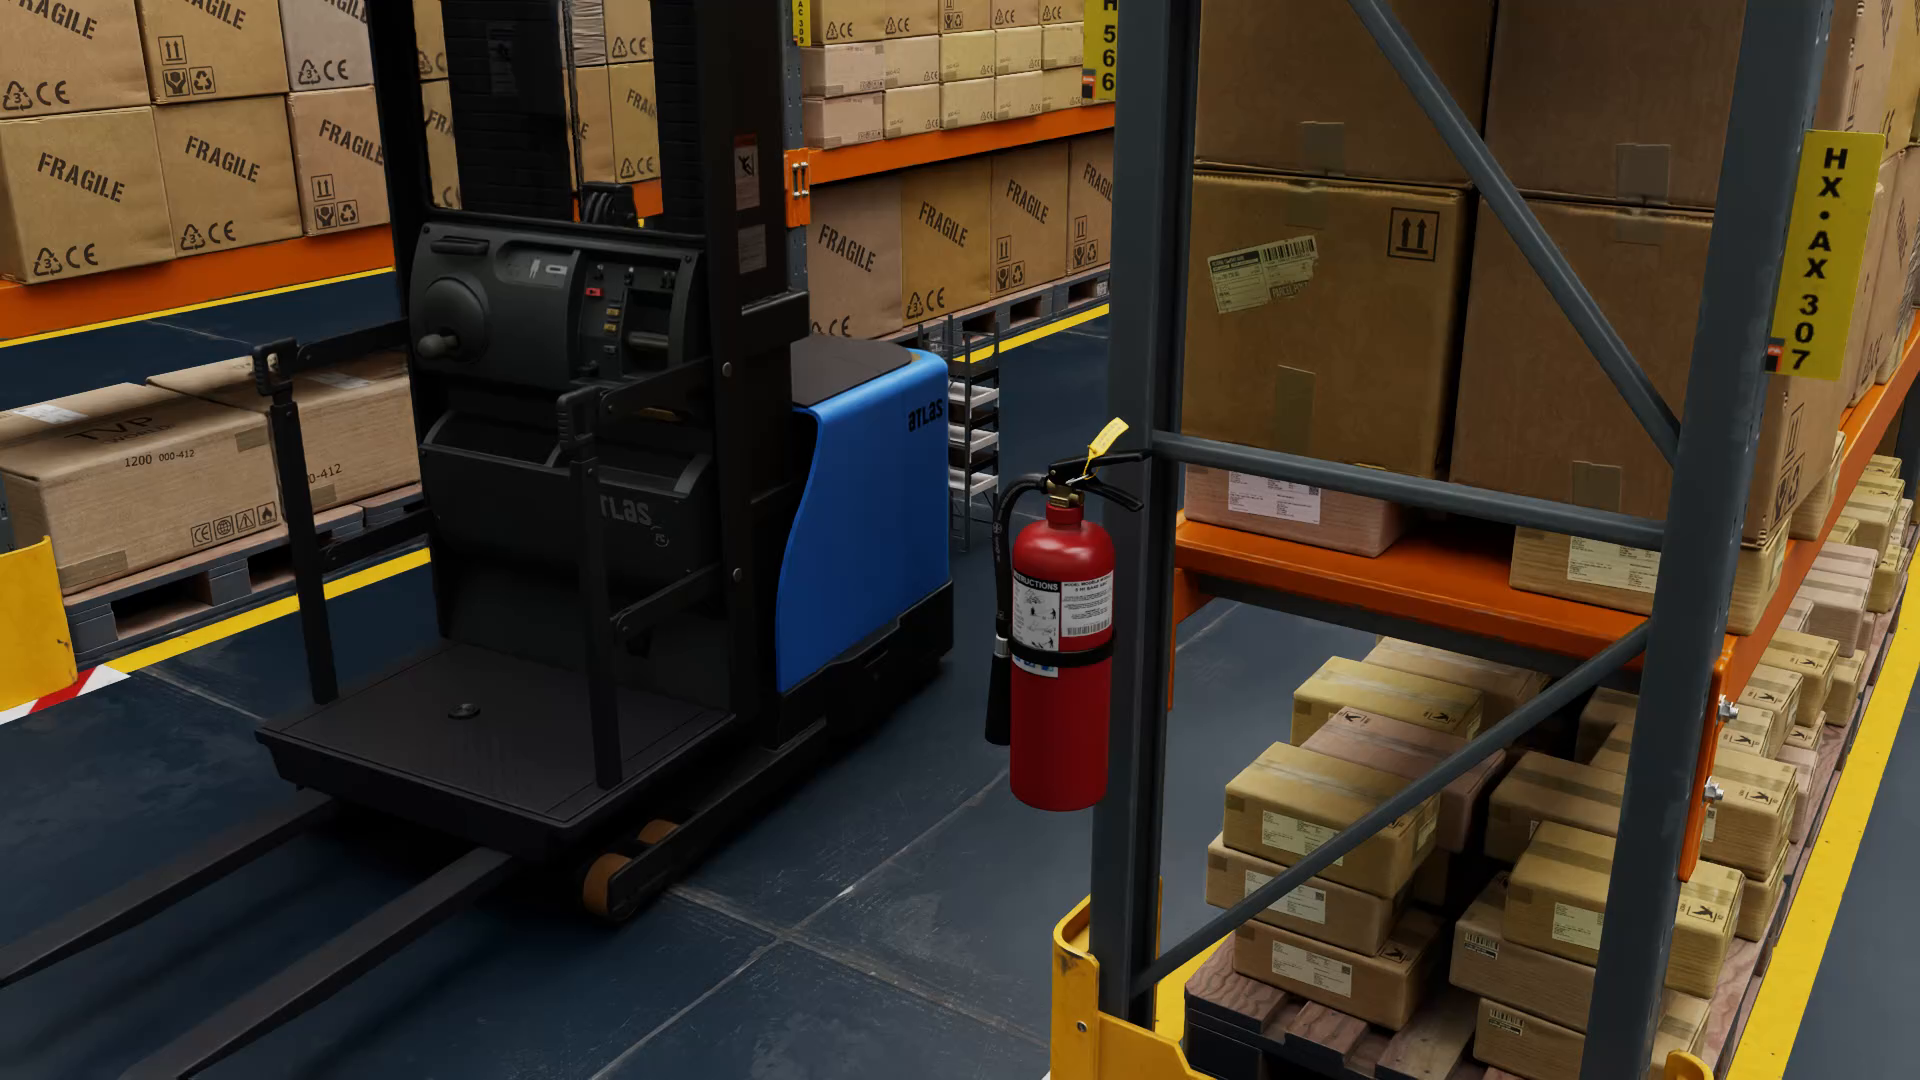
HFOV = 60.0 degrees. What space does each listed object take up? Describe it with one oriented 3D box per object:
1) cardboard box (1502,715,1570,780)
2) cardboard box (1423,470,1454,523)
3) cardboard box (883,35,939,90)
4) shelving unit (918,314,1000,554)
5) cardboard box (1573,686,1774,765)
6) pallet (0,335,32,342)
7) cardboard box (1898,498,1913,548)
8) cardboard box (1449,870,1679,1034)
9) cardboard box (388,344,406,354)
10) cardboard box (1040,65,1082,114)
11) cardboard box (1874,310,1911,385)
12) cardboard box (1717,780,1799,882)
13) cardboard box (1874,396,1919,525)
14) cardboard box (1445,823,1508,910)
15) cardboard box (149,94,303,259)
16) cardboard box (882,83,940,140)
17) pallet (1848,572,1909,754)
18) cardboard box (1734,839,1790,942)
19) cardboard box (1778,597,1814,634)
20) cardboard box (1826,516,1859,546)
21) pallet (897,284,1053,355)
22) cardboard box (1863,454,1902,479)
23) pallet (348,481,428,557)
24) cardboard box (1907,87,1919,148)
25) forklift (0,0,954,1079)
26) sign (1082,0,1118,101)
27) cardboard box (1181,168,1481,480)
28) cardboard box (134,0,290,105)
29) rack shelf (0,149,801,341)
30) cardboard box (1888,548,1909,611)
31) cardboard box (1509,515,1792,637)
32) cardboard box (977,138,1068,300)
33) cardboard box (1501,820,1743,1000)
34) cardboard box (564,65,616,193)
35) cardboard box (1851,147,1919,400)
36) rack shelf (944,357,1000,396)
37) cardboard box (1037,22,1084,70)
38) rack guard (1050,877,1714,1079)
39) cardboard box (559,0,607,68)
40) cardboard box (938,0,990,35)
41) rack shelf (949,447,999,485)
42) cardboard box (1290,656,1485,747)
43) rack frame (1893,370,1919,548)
[{"bbox_3d":[1.281,0.511,4.134,0.380,0.149,0.250,13,24,31],"label":"cardboard box"},{"bbox_3d":[0.814,-0.171,3.264,0.380,0.149,0.250,13,24,32],"label":"cardboard box"},{"bbox_3d":[-0.458,-2.550,8.831,0.500,0.250,0.500,14,24,33],"label":"cardboard box"},{"bbox_3d":[-0.005,-0.420,6.603,0.258,0.900,0.210,13,24,32],"label":"shelving unit"},{"bbox_3d":[1.644,0.464,3.833,0.380,0.149,0.250,12,23,29],"label":"cardboard box"},{"bbox_3d":[-6.387,-1.270,9.895,1.003,0.211,1.213,13,24,32],"label":"pallet"},{"bbox_3d":[3.028,-0.070,5.707,0.380,0.149,0.250,14,24,33],"label":"cardboard box"},{"bbox_3d":[1.201,0.825,3.287,0.380,0.149,0.250,14,25,34],"label":"cardboard box"},{"bbox_3d":[-2.153,-0.739,7.526,0.875,0.438,0.875,12,24,30],"label":"cardboard box"},{"bbox_3d":[0.400,-2.750,10.093,0.500,0.250,0.500,13,24,31],"label":"cardboard box"},{"bbox_3d":[2.156,-0.515,4.197,0.380,0.149,0.250,14,24,33],"label":"cardboard box"},{"bbox_3d":[1.700,0.617,3.848,0.380,0.149,0.250,14,25,33],"label":"cardboard box"},{"bbox_3d":[3.577,-0.408,6.543,0.500,0.500,0.500,14,25,34],"label":"cardboard box"},{"bbox_3d":[1.098,0.720,3.998,0.380,0.149,0.250,13,24,32],"label":"cardboard box"},{"bbox_3d":[-2.688,-1.291,5.788,0.500,0.500,0.500,13,24,31],"label":"cardboard box"},{"bbox_3d":[-0.453,-2.313,8.910,0.500,0.250,0.500,13,24,31],"label":"cardboard box"},{"bbox_3d":[2.594,0.284,5.693,1.003,0.211,1.213,13,24,32],"label":"pallet"},{"bbox_3d":[1.701,0.761,3.888,0.380,0.149,0.250,14,24,32],"label":"cardboard box"},{"bbox_3d":[2.055,0.229,4.468,0.380,0.149,0.250,13,24,32],"label":"cardboard box"},{"bbox_3d":[2.503,0.004,5.078,0.380,0.149,0.250,14,25,34],"label":"cardboard box"},{"bbox_3d":[-0.152,-1.439,10.352,1.003,0.211,1.213,13,24,32],"label":"pallet"},{"bbox_3d":[2.958,-0.209,5.654,0.380,0.149,0.250,14,25,33],"label":"cardboard box"},{"bbox_3d":[-2.385,-0.297,7.265,1.003,0.211,1.213,13,24,32],"label":"pallet"},{"bbox_3d":[1.755,-1.099,3.398,0.500,0.500,0.500,13,24,31],"label":"cardboard box"},{"bbox_3d":[-1.170,-0.597,4.153,1.130,2.935,3.031,11,23,27],"label":"forklift"},{"bbox_3d":[0.246,-0.881,2.698,0.100,0.325,0.005,13,24,32],"label":"sign"},{"bbox_3d":[0.734,-0.441,3.061,0.500,0.500,0.500,14,24,33],"label":"cardboard box"},{"bbox_3d":[-2.667,-1.760,5.613,0.500,0.500,0.500,13,24,30],"label":"cardboard box"},{"bbox_3d":[-2.332,-1.248,6.853,1.077,0.370,4.000,13,24,32],"label":"rack shelf"},{"bbox_3d":[3.004,0.096,5.686,0.380,0.149,0.250,14,24,32],"label":"cardboard box"},{"bbox_3d":[1.147,0.013,2.768,0.380,0.149,0.250,13,24,31],"label":"cardboard box"},{"bbox_3d":[0.079,-2.071,10.497,0.875,0.875,0.875,14,24,32],"label":"cardboard box"},{"bbox_3d":[1.269,0.701,3.192,0.380,0.149,0.250,12,23,29],"label":"cardboard box"},{"bbox_3d":[-1.813,-1.728,6.968,0.500,0.500,0.500,13,24,31],"label":"cardboard box"},{"bbox_3d":[1.740,-0.634,3.581,0.500,0.500,0.500,14,24,33],"label":"cardboard box"},{"bbox_3d":[-0.005,-0.642,6.520,0.258,0.077,0.200,13,24,32],"label":"rack shelf"},{"bbox_3d":[0.422,-2.984,10.005,0.500,0.250,0.500,13,24,30],"label":"cardboard box"},{"bbox_3d":[0.737,1.075,3.138,1.175,0.500,0.348,13,24,32],"label":"rack guard"},{"bbox_3d":[-1.815,-2.194,6.788,0.500,0.500,0.500,14,24,33],"label":"cardboard box"},{"bbox_3d":[-0.176,-3.041,9.076,0.500,0.500,0.500,13,24,31],"label":"cardboard box"},{"bbox_3d":[-0.005,-0.304,6.645,0.258,0.077,0.200,13,24,32],"label":"rack shelf"},{"bbox_3d":[1.011,0.424,3.941,0.380,0.149,0.250,13,24,31],"label":"cardboard box"},{"bbox_3d":[2.943,-1.223,5.749,1.000,3.000,0.127,13,24,32],"label":"rack frame"}]
